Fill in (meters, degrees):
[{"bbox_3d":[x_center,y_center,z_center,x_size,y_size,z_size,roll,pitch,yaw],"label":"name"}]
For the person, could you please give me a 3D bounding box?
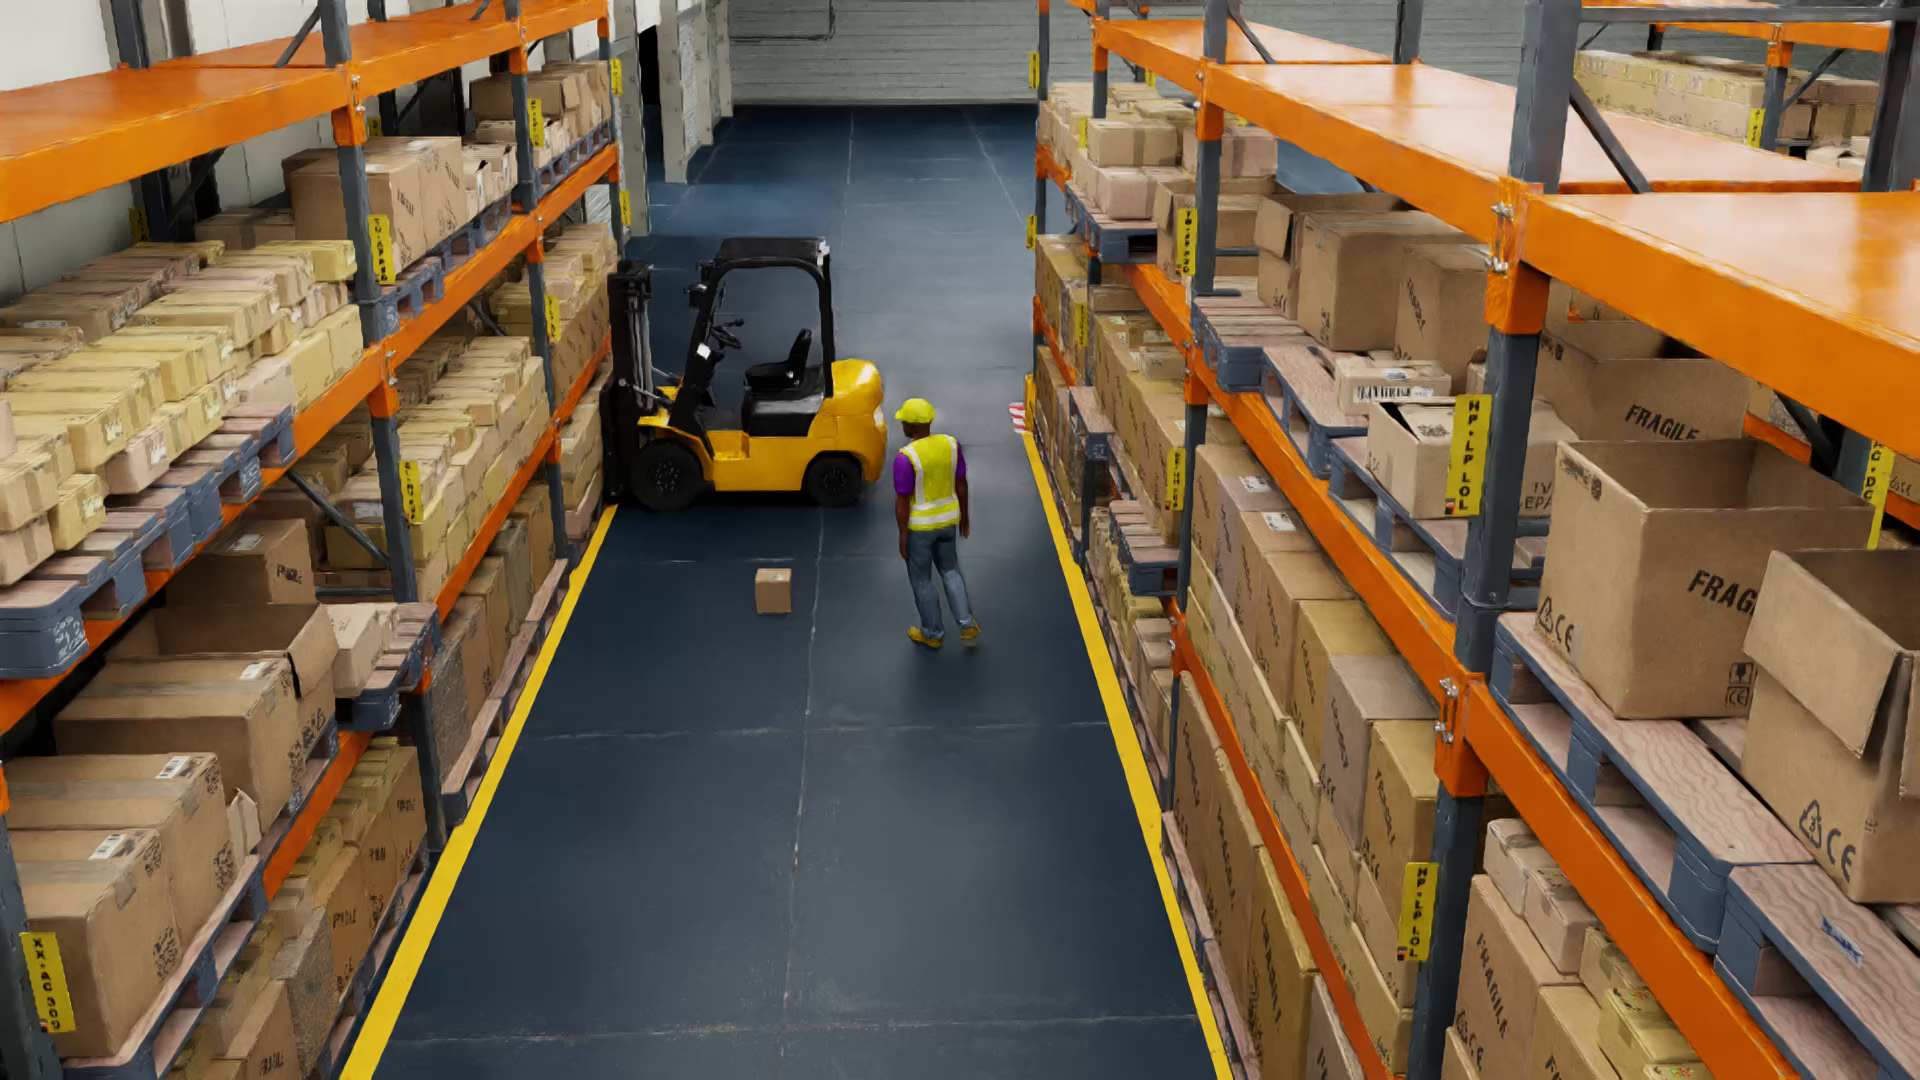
[{"bbox_3d":[-0.167,-0.095,11.310,0.614,1.754,0.568,-14,25,-33],"label":"person"}]
